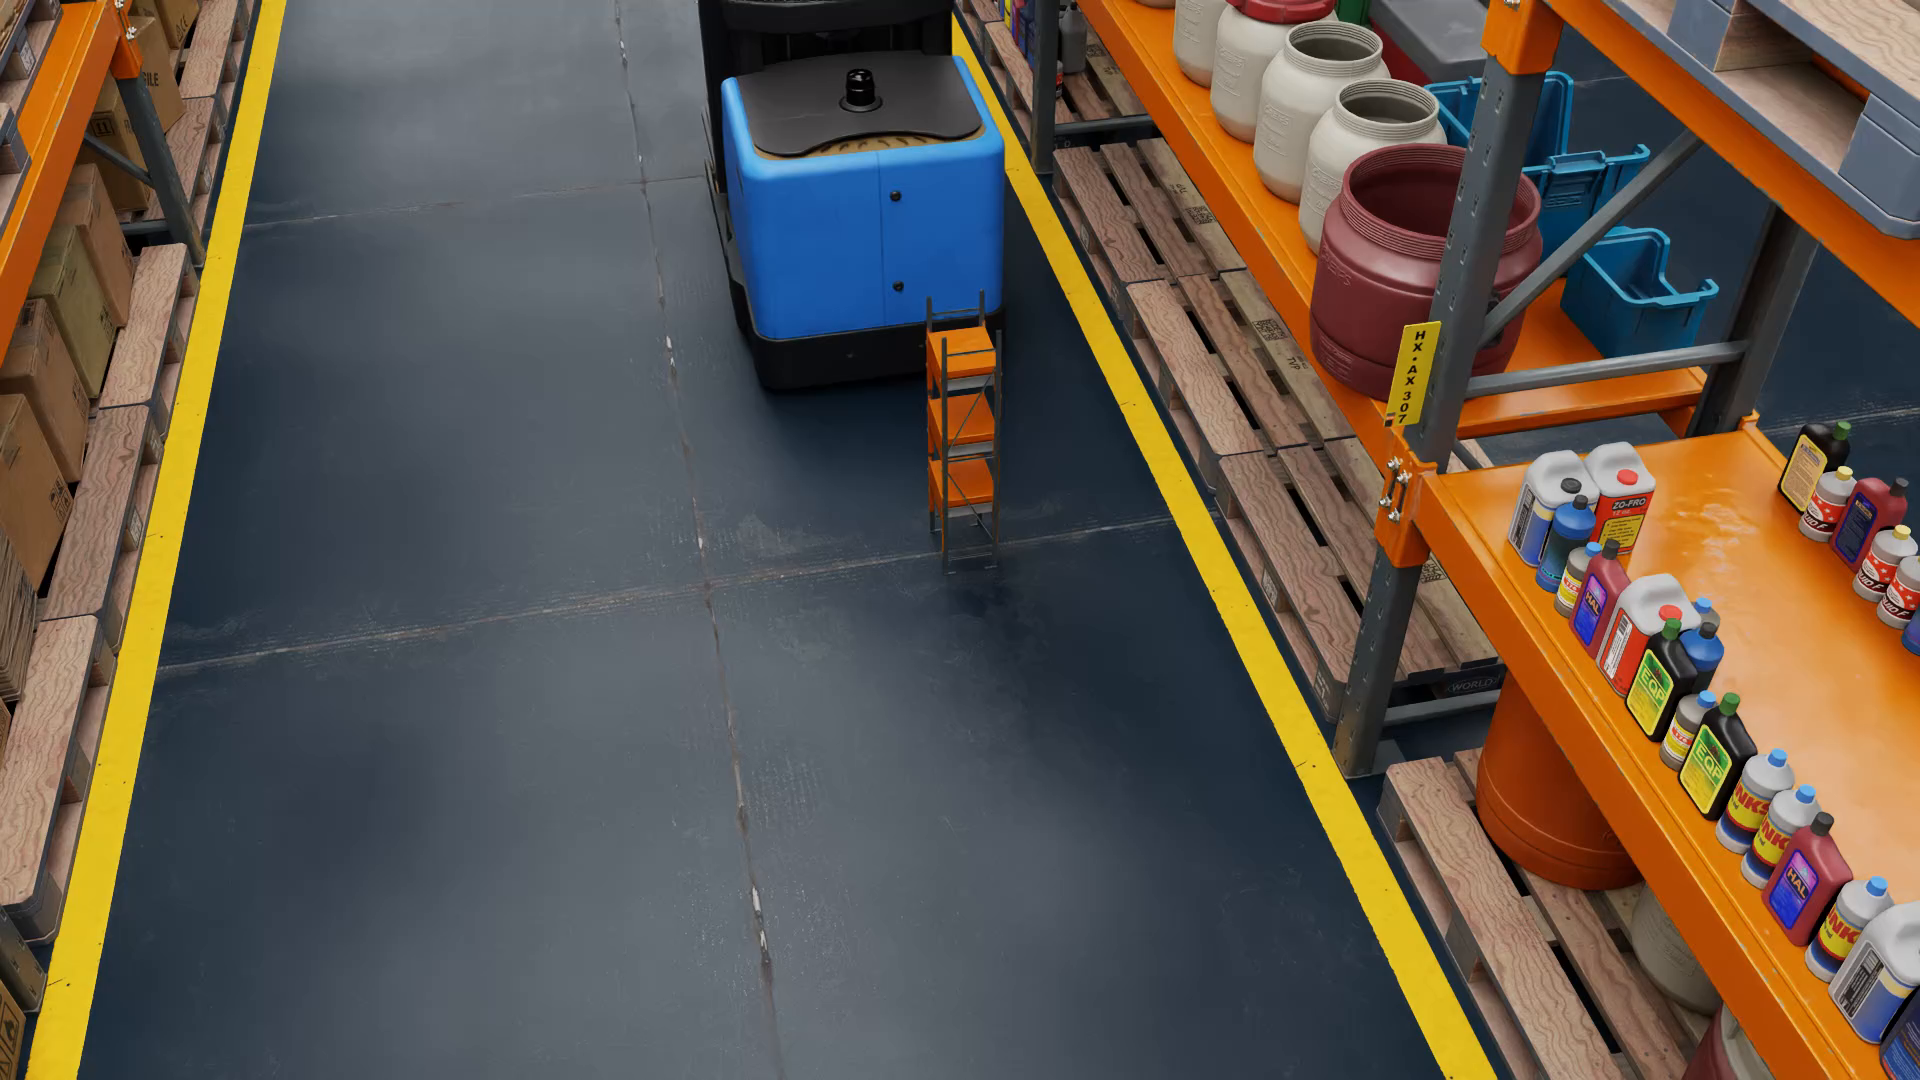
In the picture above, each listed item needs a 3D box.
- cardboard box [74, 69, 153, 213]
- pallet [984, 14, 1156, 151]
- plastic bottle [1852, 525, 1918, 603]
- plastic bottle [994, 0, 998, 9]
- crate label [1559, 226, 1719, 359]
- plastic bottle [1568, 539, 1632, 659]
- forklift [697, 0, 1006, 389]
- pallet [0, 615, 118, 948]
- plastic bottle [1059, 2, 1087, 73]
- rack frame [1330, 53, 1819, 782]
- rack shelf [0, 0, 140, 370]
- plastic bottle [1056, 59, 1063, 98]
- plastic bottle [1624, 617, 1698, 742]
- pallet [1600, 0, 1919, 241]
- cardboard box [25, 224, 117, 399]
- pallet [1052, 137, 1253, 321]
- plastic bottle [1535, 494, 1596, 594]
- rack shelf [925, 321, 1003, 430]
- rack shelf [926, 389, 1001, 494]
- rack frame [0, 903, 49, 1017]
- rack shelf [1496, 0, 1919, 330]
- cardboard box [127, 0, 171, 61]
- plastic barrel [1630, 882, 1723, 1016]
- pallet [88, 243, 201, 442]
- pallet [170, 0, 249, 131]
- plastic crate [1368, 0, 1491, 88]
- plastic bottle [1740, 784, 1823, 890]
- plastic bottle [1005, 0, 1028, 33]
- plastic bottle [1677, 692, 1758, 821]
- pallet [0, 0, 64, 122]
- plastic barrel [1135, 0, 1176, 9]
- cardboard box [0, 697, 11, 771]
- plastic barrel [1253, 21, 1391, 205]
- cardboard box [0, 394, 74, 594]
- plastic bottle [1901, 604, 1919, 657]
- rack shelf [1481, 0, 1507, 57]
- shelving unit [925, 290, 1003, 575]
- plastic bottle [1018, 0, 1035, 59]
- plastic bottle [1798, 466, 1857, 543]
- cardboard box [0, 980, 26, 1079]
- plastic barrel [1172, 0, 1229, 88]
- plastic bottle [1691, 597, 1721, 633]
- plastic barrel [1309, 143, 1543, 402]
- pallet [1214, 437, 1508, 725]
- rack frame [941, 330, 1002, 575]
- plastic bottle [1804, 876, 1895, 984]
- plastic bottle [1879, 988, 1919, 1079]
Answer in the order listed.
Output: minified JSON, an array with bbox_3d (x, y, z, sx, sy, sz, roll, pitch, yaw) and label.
[{"bbox_3d":[-4.029,-1.823,7.611,0.500,0.500,0.500,-10,42,-11],"label":"cardboard box"},{"bbox_3d":[0.750,-2.444,8.844,1.003,0.211,1.213,-8,42,-9],"label":"pallet"},{"bbox_3d":[2.279,0.050,4.084,0.097,0.201,0.097,0,42,0],"label":"plastic bottle"},{"bbox_3d":[0.239,-3.052,9.205,0.097,0.201,0.097,0,42,0],"label":"plastic bottle"},{"bbox_3d":[1.993,-0.717,4.924,0.303,0.233,0.416,-8,42,-9],"label":"crate label"},{"bbox_3d":[1.522,0.138,3.923,0.061,0.283,0.133,-8,42,-9],"label":"plastic bottle"},{"bbox_3d":[-0.628,-2.704,7.089,1.130,2.935,3.031,-8,42,-9],"label":"forklift"},{"bbox_3d":[-3.286,0.793,5.197,1.003,0.211,1.213,-8,42,-9],"label":"pallet"},{"bbox_3d":[0.575,-2.616,8.602,0.144,0.351,0.185,-8,42,-9],"label":"plastic bottle"},{"bbox_3d":[1.718,-0.452,4.500,1.000,3.000,0.127,-8,42,-9],"label":"rack frame"},{"bbox_3d":[-3.550,-0.770,5.400,1.077,0.370,4.000,-8,42,-9],"label":"rack shelf"},{"bbox_3d":[0.472,-2.354,8.419,0.097,0.201,0.097,0,42,0],"label":"plastic bottle"},{"bbox_3d":[1.580,0.311,3.728,0.061,0.283,0.133,-8,42,-9],"label":"plastic bottle"},{"bbox_3d":[1.787,-0.994,2.993,1.003,0.211,1.213,-8,42,-9],"label":"pallet"},{"bbox_3d":[-3.786,-0.852,6.502,0.700,0.500,0.500,-9,42,-10],"label":"cardboard box"},{"bbox_3d":[1.062,-1.499,7.780,1.003,0.211,1.213,-8,42,-9],"label":"pallet"},{"bbox_3d":[1.494,0.002,4.086,0.097,0.271,0.097,0,42,0],"label":"plastic bottle"},{"bbox_3d":[0.012,-0.562,5.681,0.215,0.259,0.240,-8,42,-9],"label":"rack shelf"},{"bbox_3d":[0.012,-0.350,5.869,0.215,0.259,0.240,-8,42,-9],"label":"rack shelf"},{"bbox_3d":[-3.118,0.257,3.701,1.000,3.000,0.127,-8,42,-9],"label":"rack frame"},{"bbox_3d":[2.150,-0.009,2.283,1.077,0.370,4.000,-8,42,-9],"label":"rack shelf"},{"bbox_3d":[-4.371,-2.584,8.468,0.500,0.500,0.500,-12,43,-13],"label":"cardboard box"},{"bbox_3d":[2.049,0.989,4.434,0.421,0.512,0.421,0,42,0],"label":"plastic barrel"},{"bbox_3d":[-3.812,-0.788,6.979,1.003,0.211,1.213,-8,42,-9],"label":"pallet"},{"bbox_3d":[-4.428,-2.515,8.925,1.003,0.211,1.213,-8,42,-9],"label":"pallet"},{"bbox_3d":[1.668,-1.568,5.708,0.402,0.464,0.583,-8,42,-9],"label":"plastic crate"},{"bbox_3d":[1.693,0.601,3.411,0.097,0.271,0.097,0,42,0],"label":"plastic bottle"},{"bbox_3d":[0.323,-2.929,8.954,0.144,0.351,0.185,-9,42,-10],"label":"plastic bottle"},{"bbox_3d":[1.630,0.461,3.559,0.061,0.283,0.133,-8,42,-9],"label":"plastic bottle"},{"bbox_3d":[-3.959,-1.748,6.104,1.003,0.211,1.213,-8,42,-9],"label":"pallet"},{"bbox_3d":[0.847,-2.445,6.642,0.433,0.535,0.433,0,42,0],"label":"plastic barrel"},{"bbox_3d":[-3.282,0.596,4.871,0.700,0.500,0.500,-10,43,-12],"label":"cardboard box"},{"bbox_3d":[1.196,-1.404,5.487,0.421,0.512,0.421,0,42,0],"label":"plastic barrel"},{"bbox_3d":[-3.544,-0.128,5.686,0.700,0.500,0.500,-5,42,-6],"label":"cardboard box"},{"bbox_3d":[2.321,0.150,3.919,0.097,0.271,0.097,0,42,0],"label":"plastic bottle"},{"bbox_3d":[1.286,-2.602,5.204,1.077,0.370,4.000,-8,42,-9],"label":"rack shelf"},{"bbox_3d":[0.012,-0.358,5.862,0.215,1.050,0.252,-8,42,-9],"label":"shelving unit"},{"bbox_3d":[0.393,-2.720,8.718,0.144,0.351,0.185,-10,43,-11],"label":"plastic bottle"},{"bbox_3d":[2.229,-0.100,4.252,0.097,0.201,0.097,0,42,0],"label":"plastic bottle"},{"bbox_3d":[-2.990,1.345,3.759,1.225,0.875,0.875,-10,43,-11],"label":"cardboard box"},{"bbox_3d":[1.005,-1.969,6.106,0.433,0.535,0.433,0,42,0],"label":"plastic barrel"},{"bbox_3d":[1.713,0.219,3.894,0.097,0.201,0.097,0,42,0],"label":"plastic bottle"},{"bbox_3d":[1.322,-0.761,4.745,0.600,0.536,0.708,-8,42,-9],"label":"plastic barrel"},{"bbox_3d":[1.589,0.083,5.998,1.003,0.211,1.213,-8,42,-9],"label":"pallet"},{"bbox_3d":[0.038,-0.279,5.773,0.200,1.050,0.008,-8,42,-9],"label":"rack frame"},{"bbox_3d":[1.743,0.750,3.242,0.097,0.271,0.097,0,42,0],"label":"plastic bottle"},{"bbox_3d":[1.826,0.896,3.018,0.144,0.351,0.185,-8,42,-9],"label":"plastic bottle"}]
